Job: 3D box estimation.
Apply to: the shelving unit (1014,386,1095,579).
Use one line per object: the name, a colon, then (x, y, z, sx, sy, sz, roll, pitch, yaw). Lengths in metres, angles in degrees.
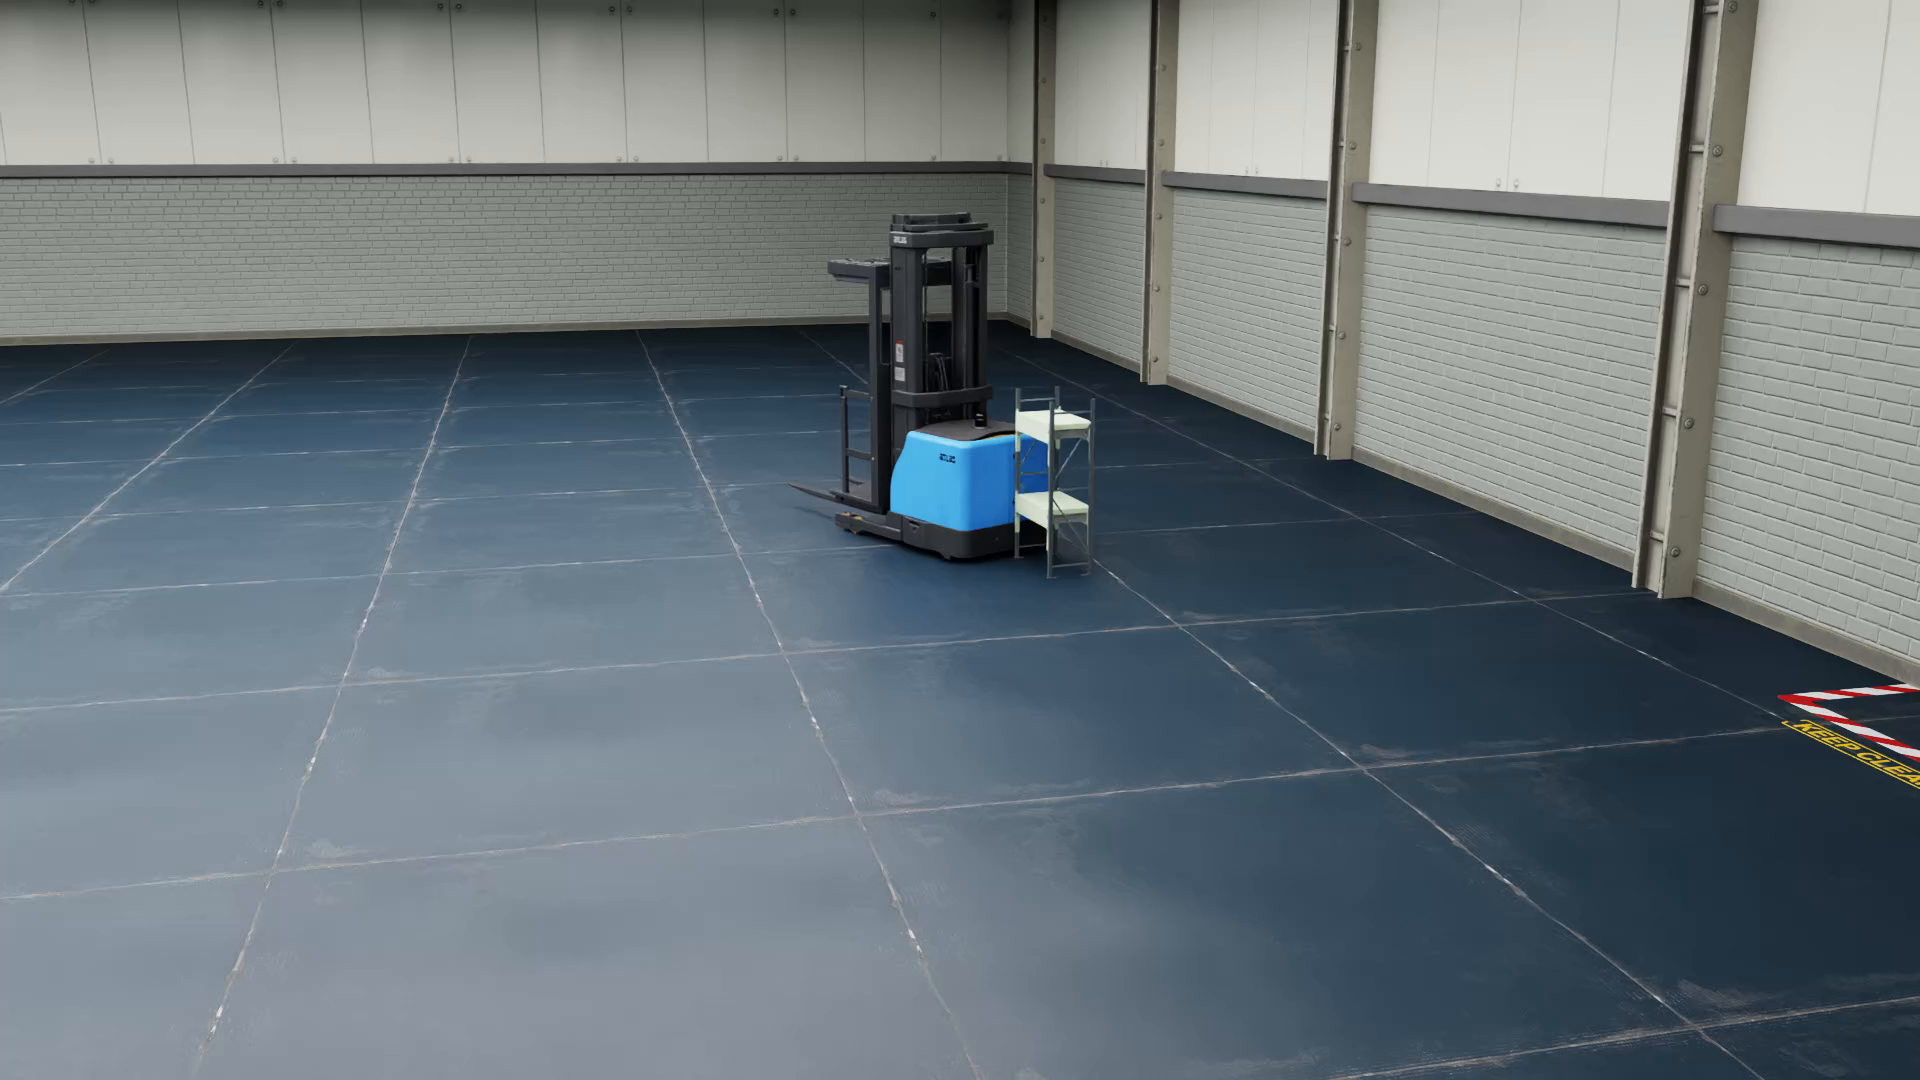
shelving unit: (0.797, -0.500, 14.135, 0.431, 1.500, 0.755, -5, 15, -20)

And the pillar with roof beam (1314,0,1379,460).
pillar with roof beam: (0.131, -5.099, 17.161, 9.100, 9.000, 0.400, -3, 14, -13)

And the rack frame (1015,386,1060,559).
rack frame: (0.670, -0.582, 14.469, 0.400, 1.500, 0.023, -5, 15, -20)

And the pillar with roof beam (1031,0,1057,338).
pillar with roof beam: (-2.688, -7.868, 28.492, 9.100, 9.000, 0.400, -3, 14, -13)

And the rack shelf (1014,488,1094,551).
rack shelf: (0.797, -0.183, 14.213, 0.431, 0.370, 0.720, -5, 15, -20)

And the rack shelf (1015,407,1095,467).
rack shelf: (0.797, -0.879, 14.043, 0.431, 0.370, 0.720, -5, 15, -20)

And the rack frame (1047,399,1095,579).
rack frame: (0.923, -0.418, 13.802, 0.400, 1.500, 0.023, -5, 15, -20)

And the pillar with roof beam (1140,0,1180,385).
pillar with roof beam: (-1.279, -6.483, 22.826, 9.100, 9.000, 0.400, -3, 14, -13)

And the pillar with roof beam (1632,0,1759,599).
pillar with roof beam: (1.540, -3.715, 11.495, 9.100, 9.000, 0.400, -3, 14, -13)

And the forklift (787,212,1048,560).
forklift: (-0.517, -1.544, 15.395, 1.130, 2.935, 3.031, -11, 17, -38)
